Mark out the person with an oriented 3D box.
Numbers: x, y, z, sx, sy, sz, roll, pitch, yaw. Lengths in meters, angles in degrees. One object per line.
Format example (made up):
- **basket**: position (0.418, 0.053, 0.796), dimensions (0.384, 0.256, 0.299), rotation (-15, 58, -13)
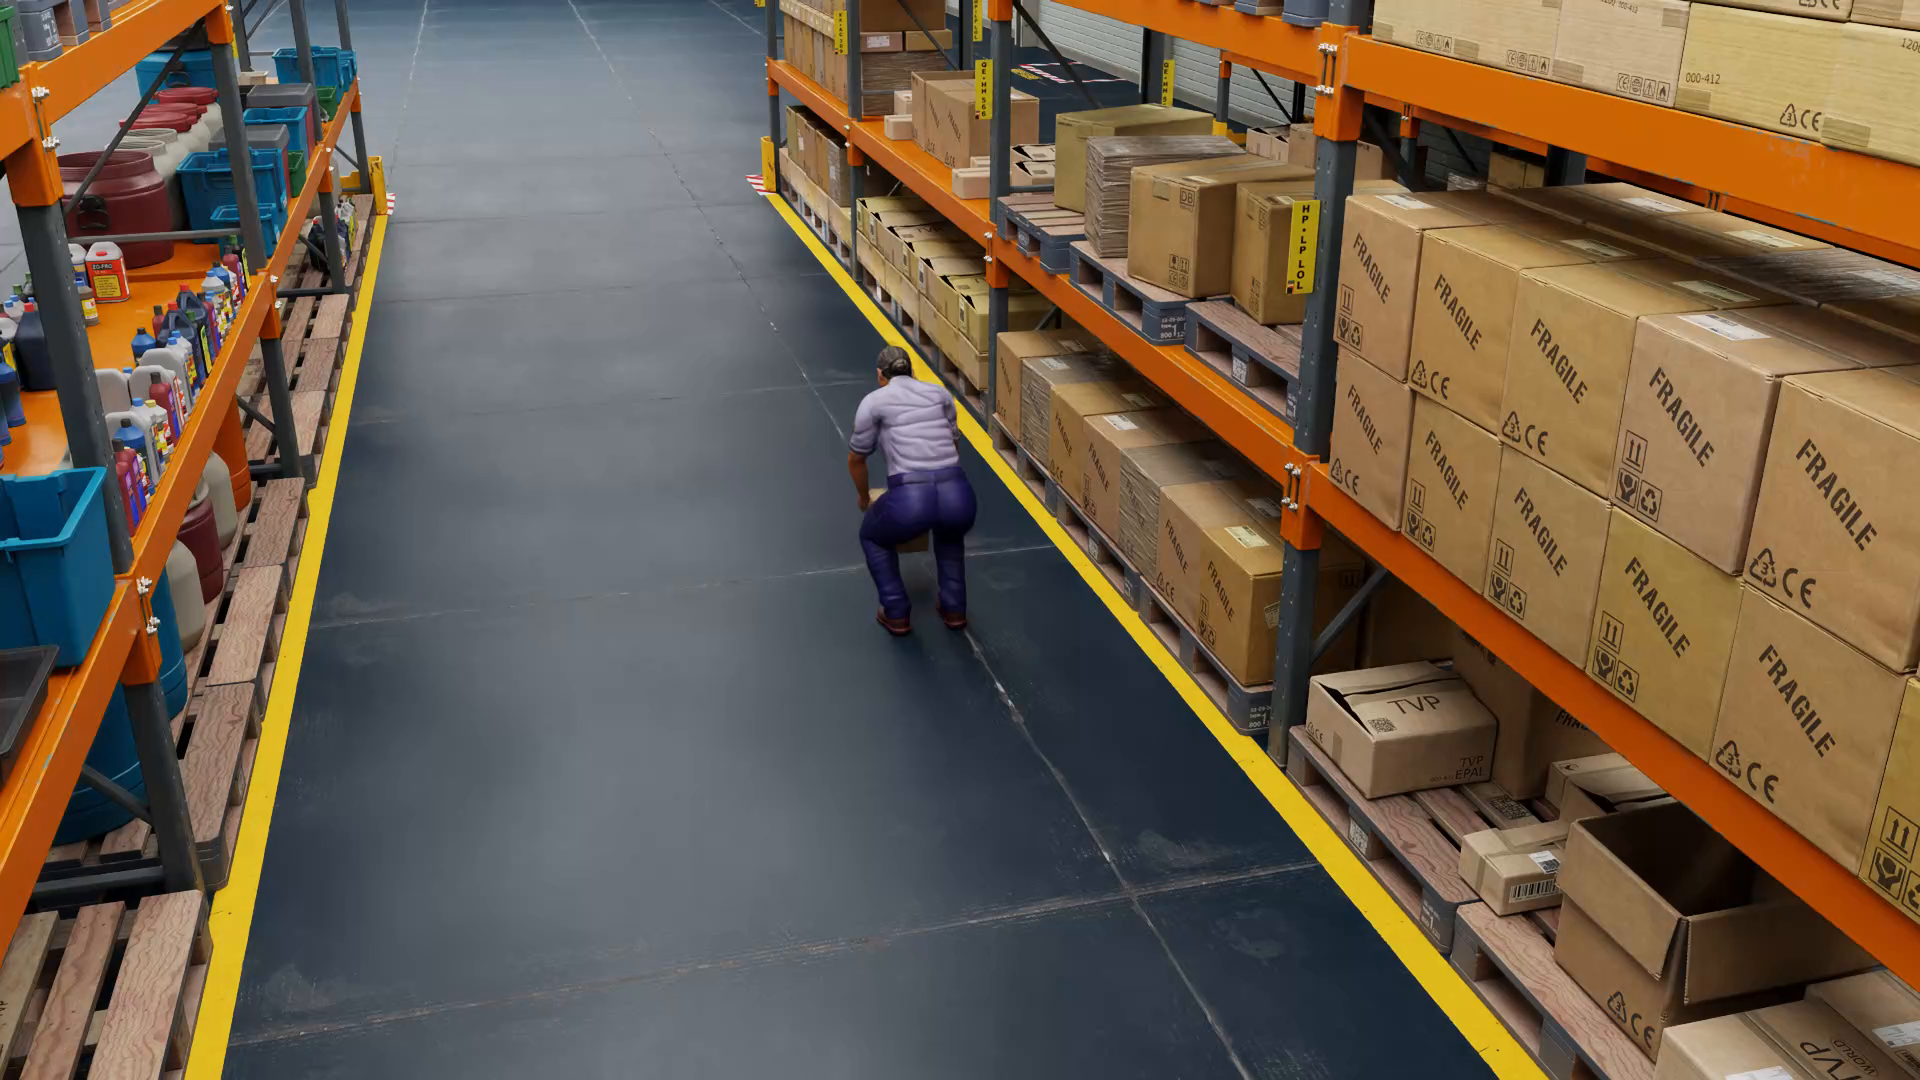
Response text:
- **person**: position (-0.222, -0.208, 7.612), dimensions (0.538, 1.258, 0.715), rotation (-6, 24, -14)
